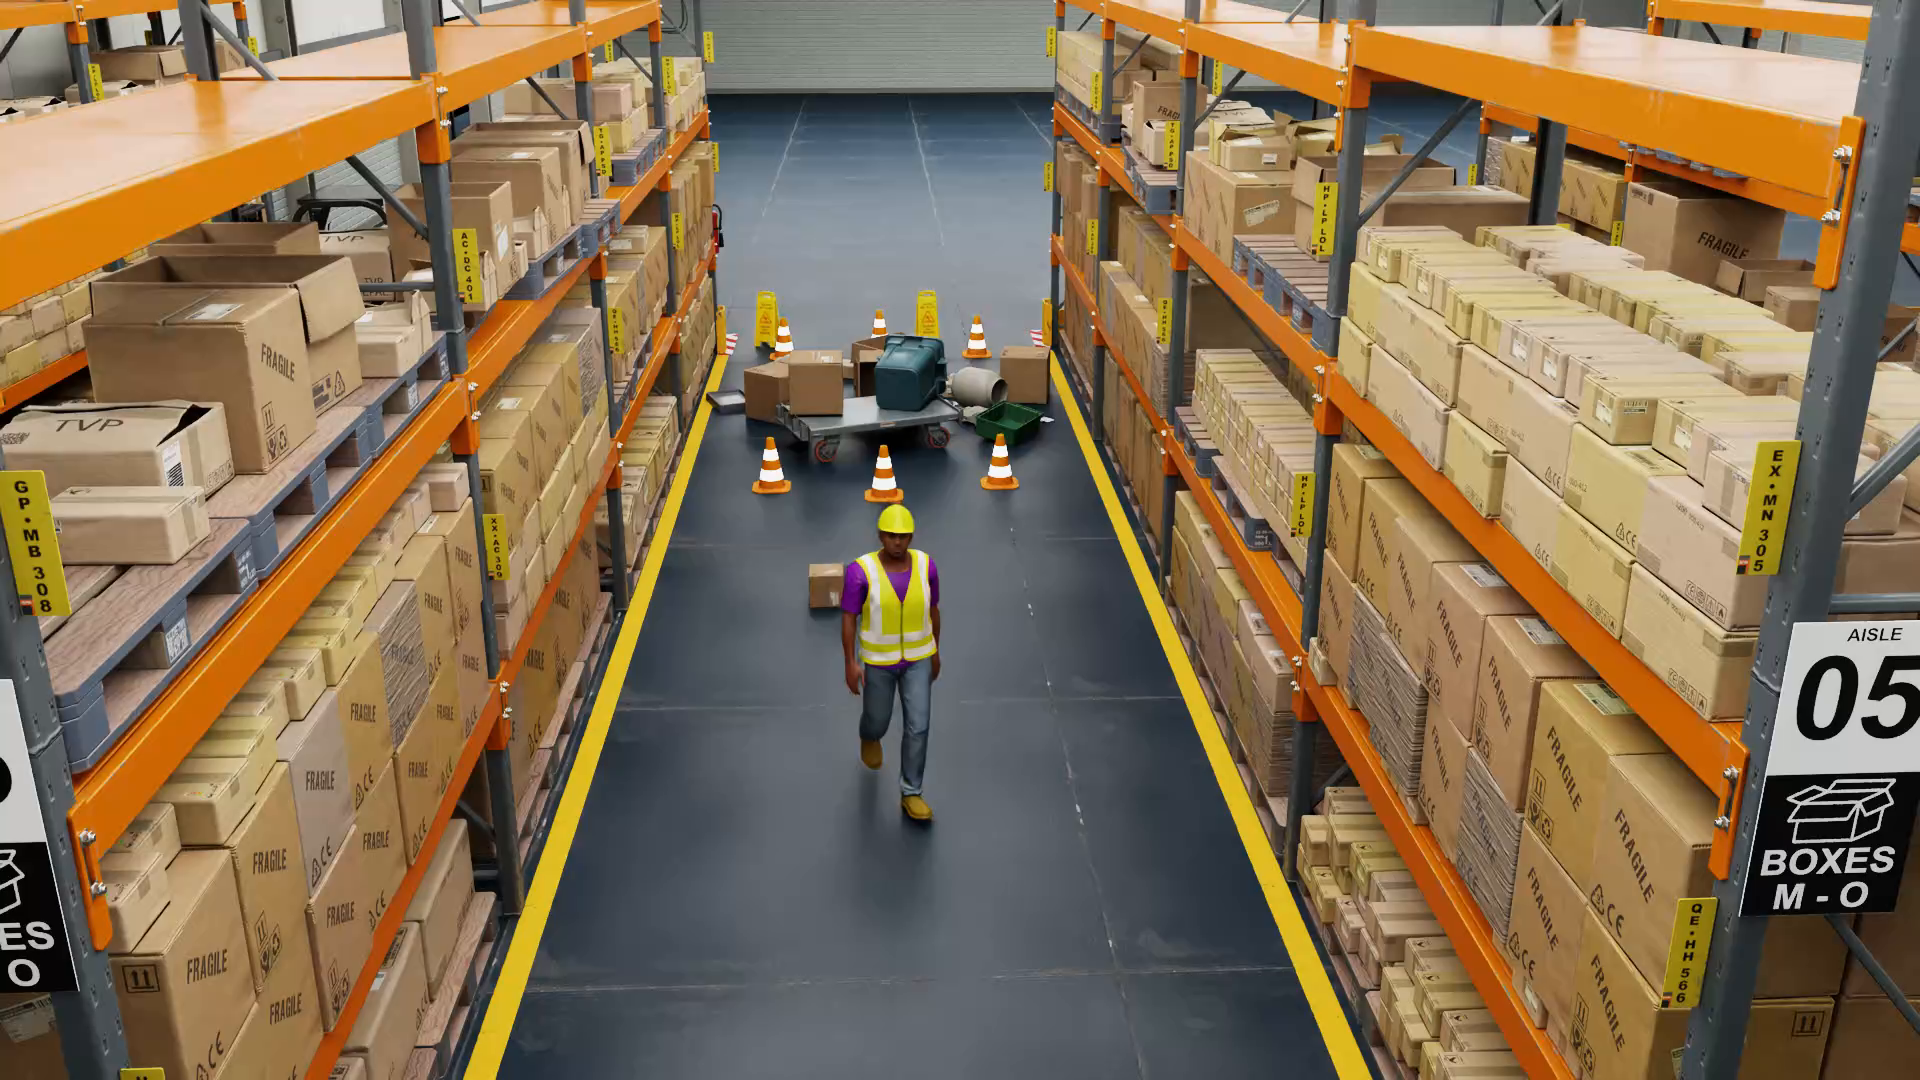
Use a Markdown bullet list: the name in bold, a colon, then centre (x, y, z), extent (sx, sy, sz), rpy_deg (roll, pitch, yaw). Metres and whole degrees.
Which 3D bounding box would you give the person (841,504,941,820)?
- **person**: centre (-0.378, 0.638, 9.290), extent (0.579, 1.743, 0.839), rpy_deg (-5, 21, -14)
